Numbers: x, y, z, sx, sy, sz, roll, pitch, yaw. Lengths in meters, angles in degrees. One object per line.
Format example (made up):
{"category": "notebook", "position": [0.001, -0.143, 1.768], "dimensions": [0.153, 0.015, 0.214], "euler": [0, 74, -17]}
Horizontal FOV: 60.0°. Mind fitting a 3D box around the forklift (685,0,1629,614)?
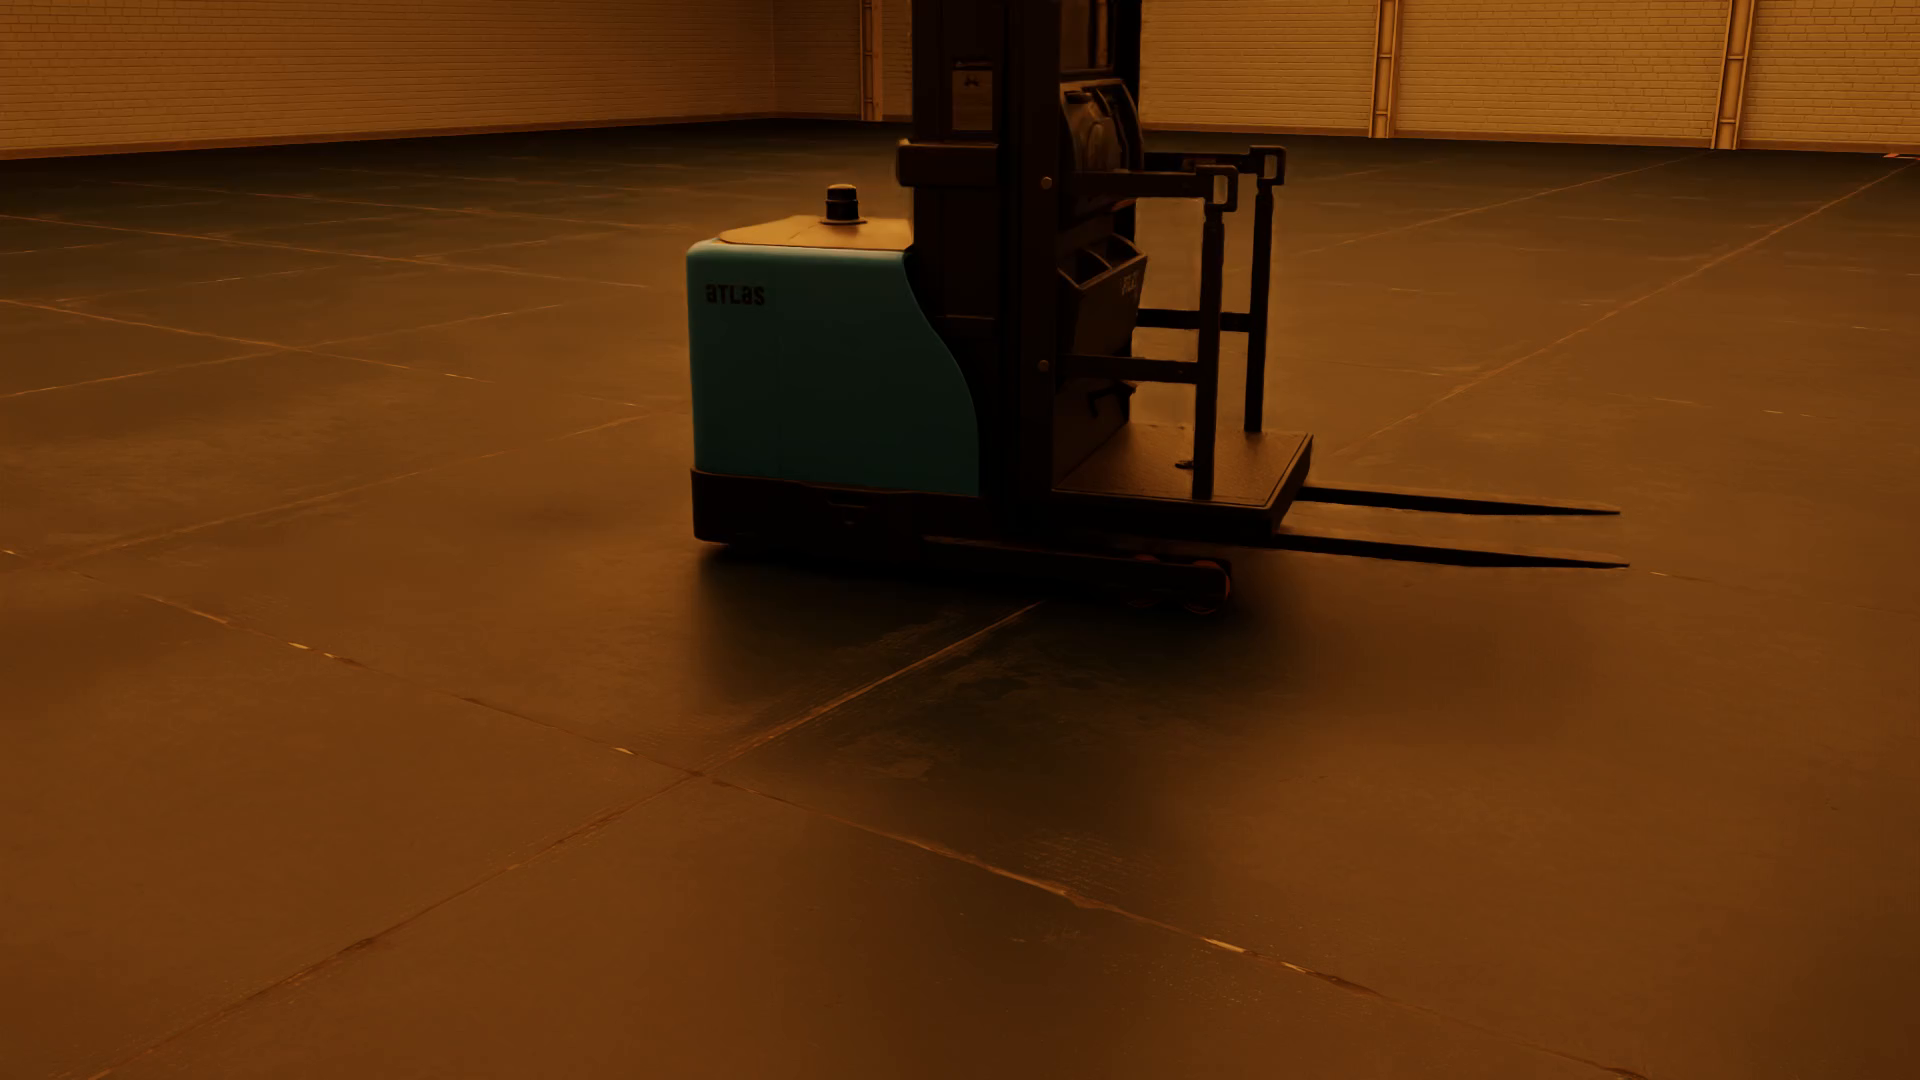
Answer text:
{"category": "forklift", "position": [0.650, -1.344, 5.326], "dimensions": [3.031, 2.935, 1.130], "euler": [5, 17, 18]}
